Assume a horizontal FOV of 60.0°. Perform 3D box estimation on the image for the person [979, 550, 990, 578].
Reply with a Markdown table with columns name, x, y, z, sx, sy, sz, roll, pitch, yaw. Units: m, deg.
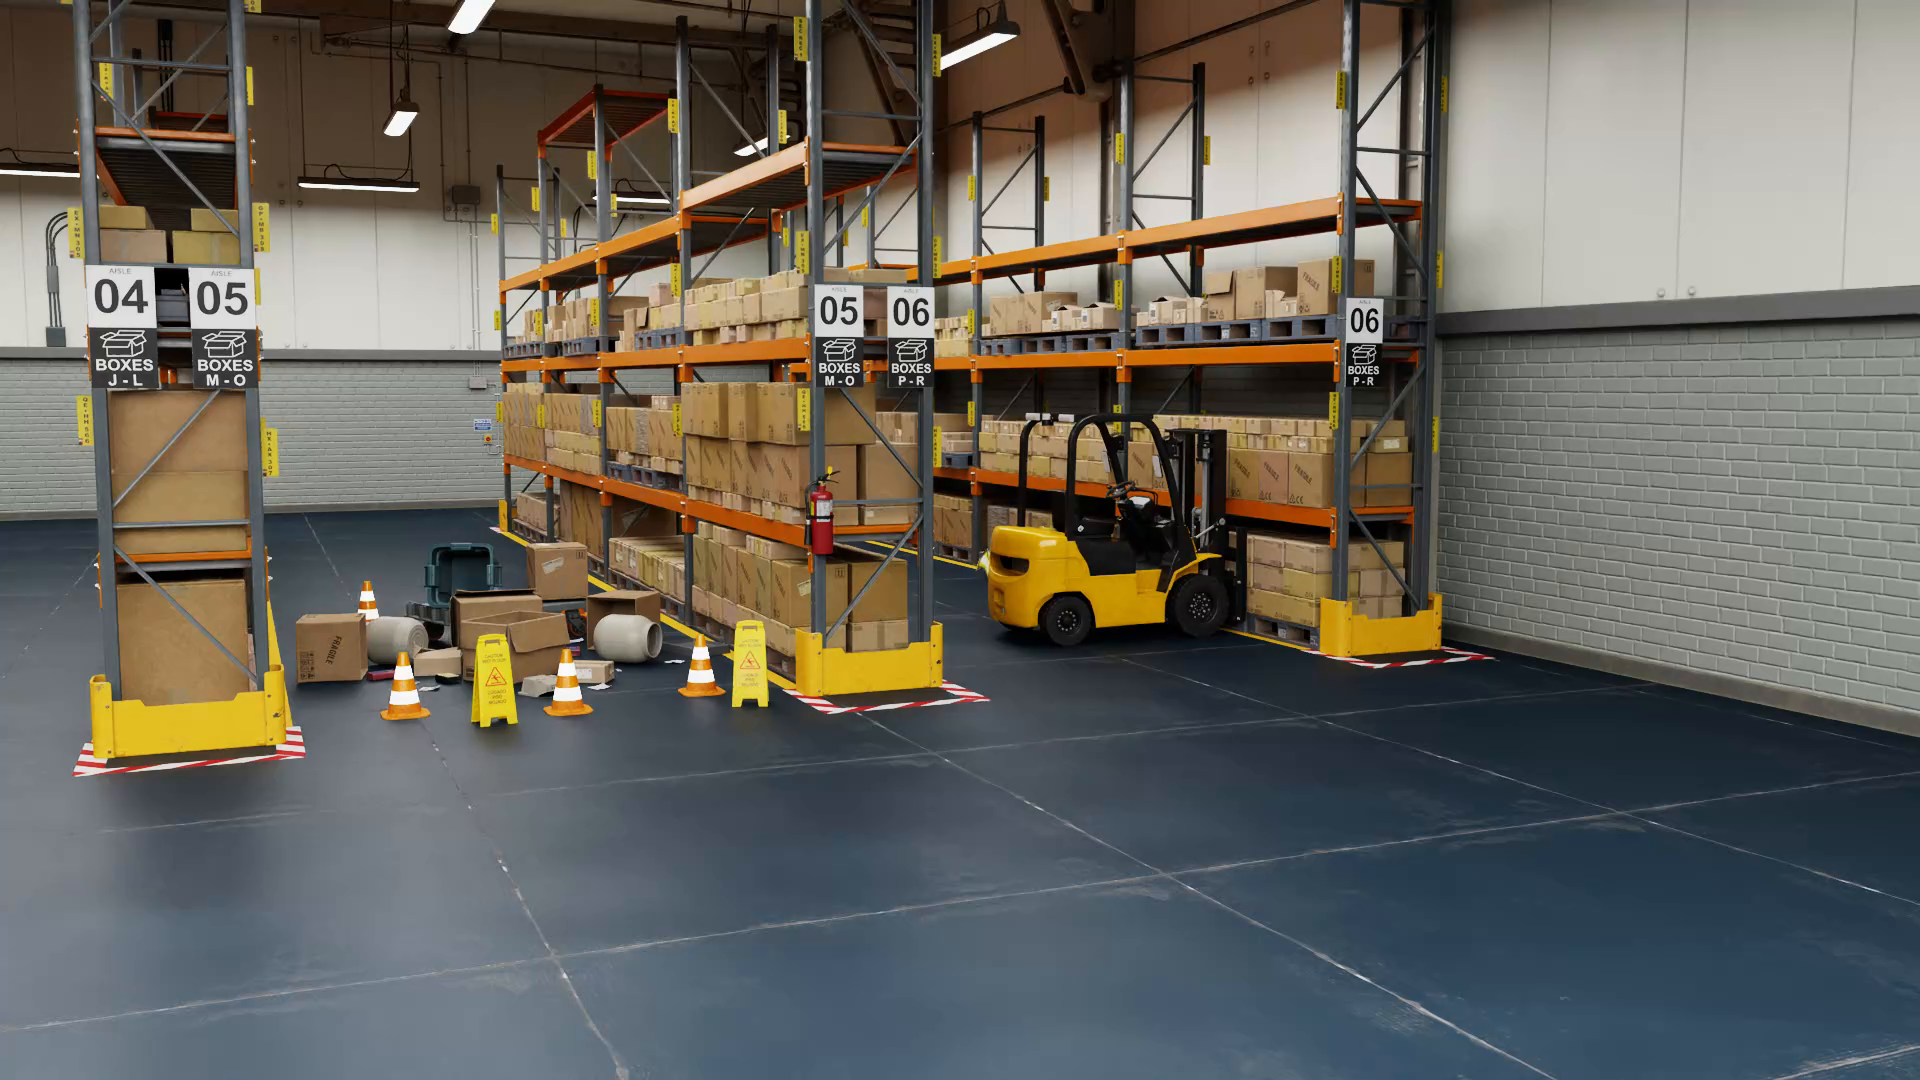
| name | x | y | z | sx | sy | sz | roll | pitch | yaw |
| --- | --- | --- | --- | --- | --- | --- | --- | --- | --- |
| person | 0.668 | 0.409 | 17.663 | 0.968 | 0.799 | 0.526 | -3 | 6 | -25 |
